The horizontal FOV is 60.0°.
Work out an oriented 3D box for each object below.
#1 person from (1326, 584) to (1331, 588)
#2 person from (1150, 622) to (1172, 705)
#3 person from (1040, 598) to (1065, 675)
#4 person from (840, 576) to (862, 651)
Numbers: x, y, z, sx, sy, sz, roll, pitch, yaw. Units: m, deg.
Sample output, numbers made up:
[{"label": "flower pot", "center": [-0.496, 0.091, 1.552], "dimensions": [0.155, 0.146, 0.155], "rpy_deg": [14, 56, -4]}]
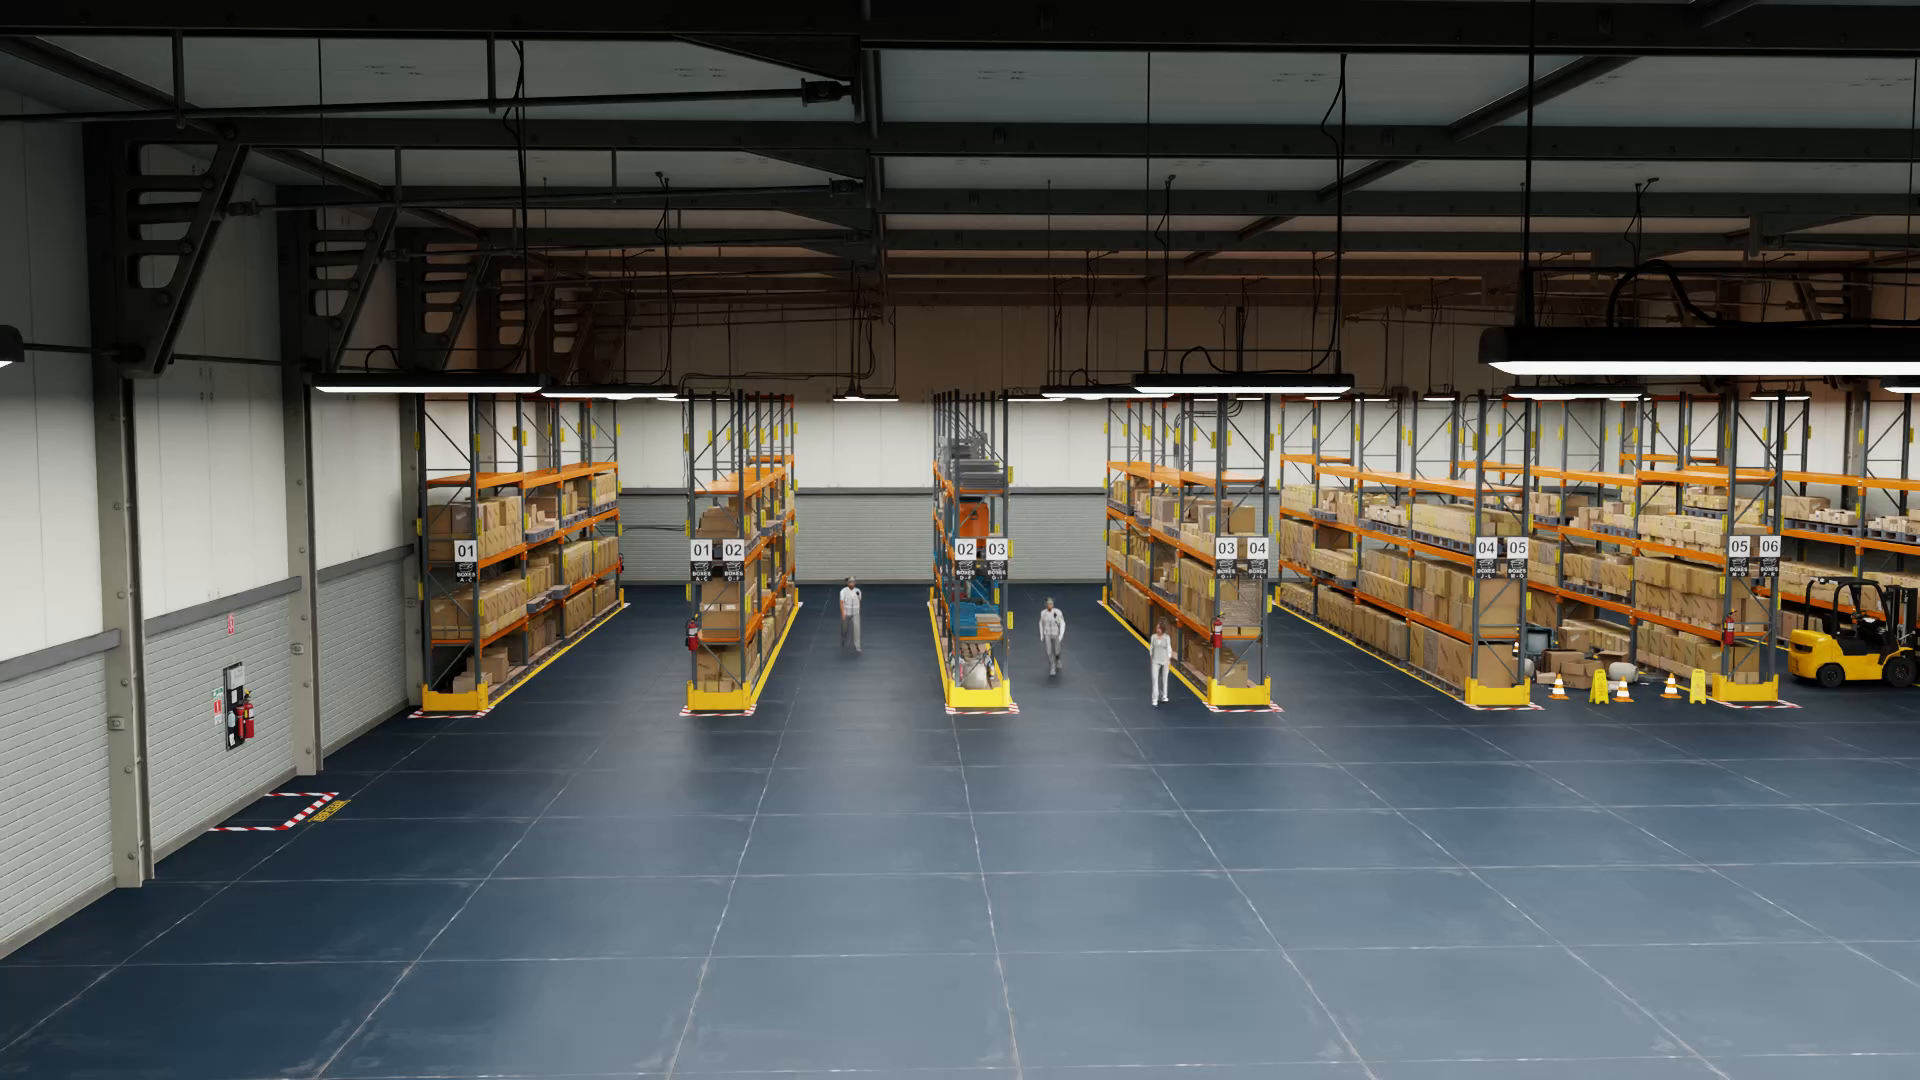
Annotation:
[{"label": "person", "center": [11.040, 0.844, 49.127], "dimensions": [1.027, 1.749, 0.544], "rpy_deg": [-1, 5, -11]}, {"label": "person", "center": [3.814, 2.359, 31.670], "dimensions": [0.432, 1.521, 0.903], "rpy_deg": [1, 5, 13]}, {"label": "person", "center": [1.980, 2.018, 35.452], "dimensions": [0.548, 1.648, 0.619], "rpy_deg": [1, 5, 13]}, {"label": "person", "center": [-2.543, 1.687, 38.640], "dimensions": [0.512, 1.730, 1.038], "rpy_deg": [-1, 5, -12]}]
